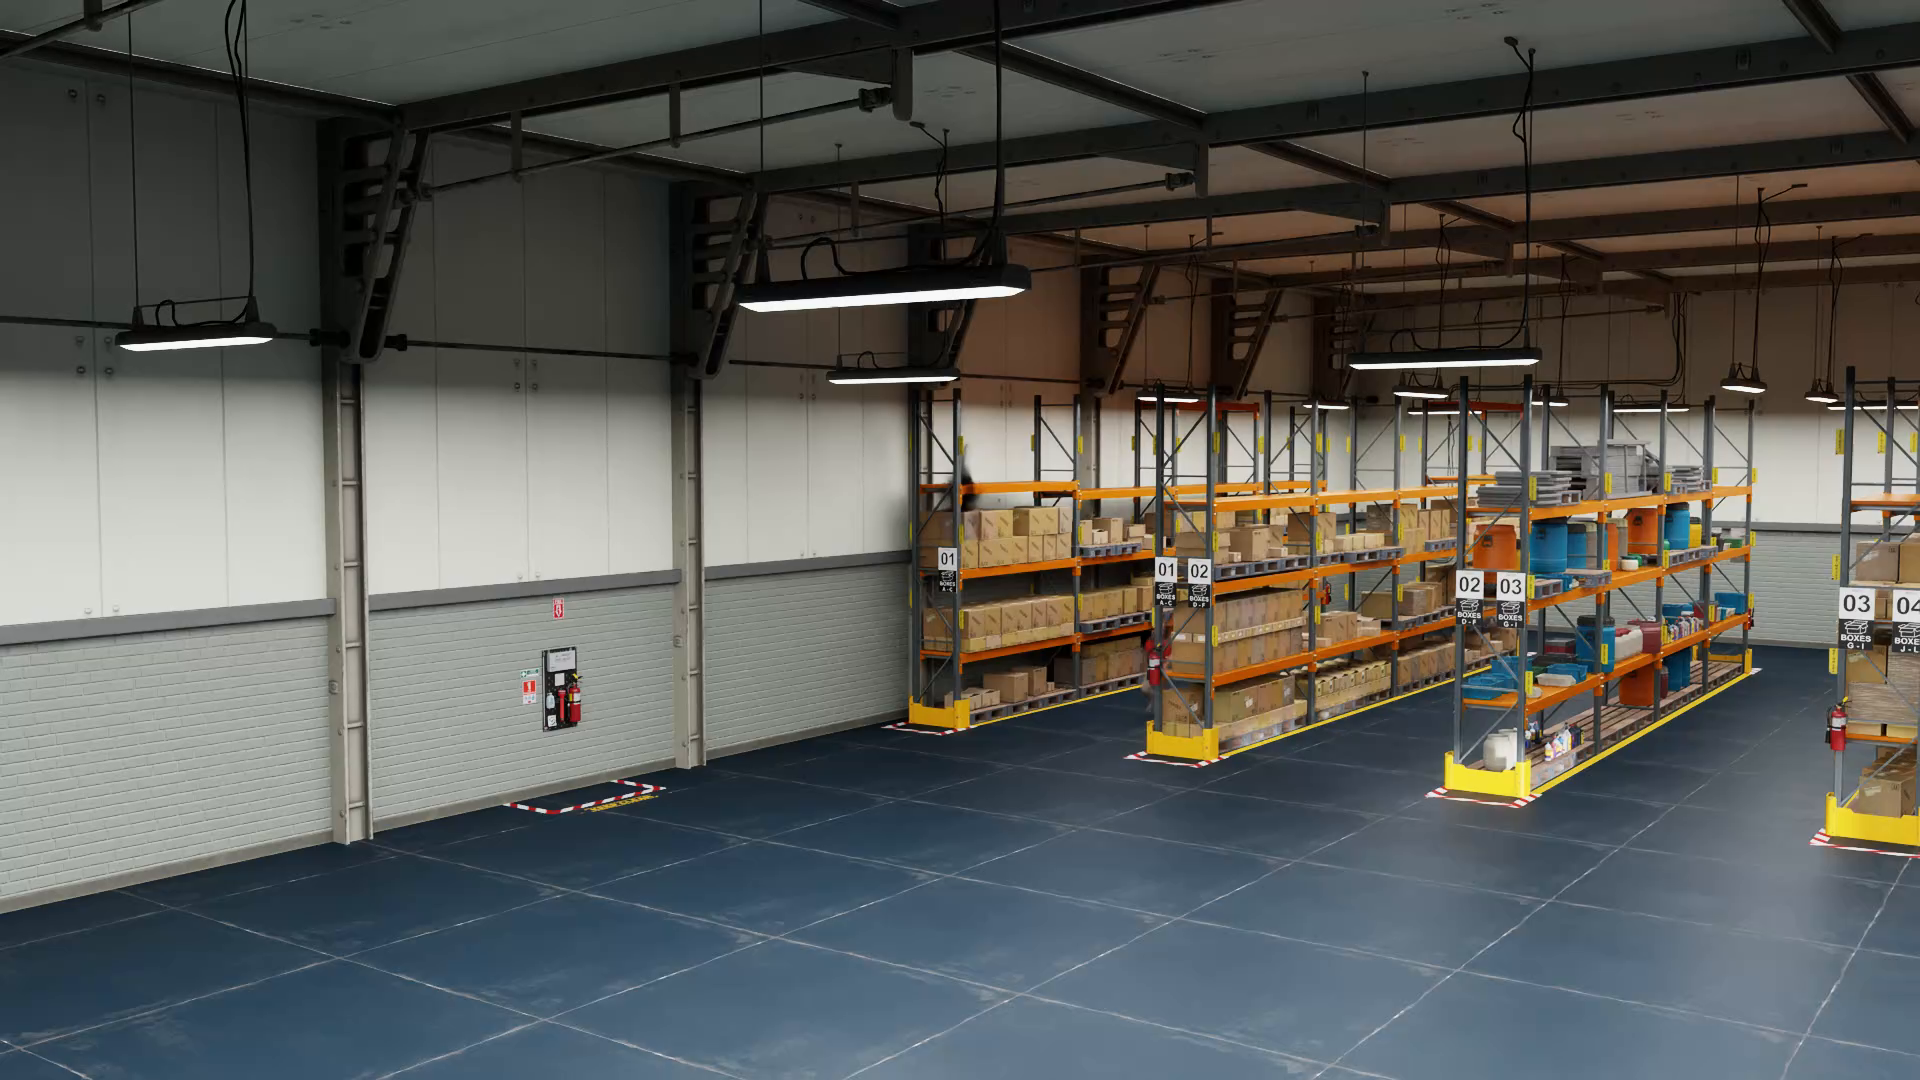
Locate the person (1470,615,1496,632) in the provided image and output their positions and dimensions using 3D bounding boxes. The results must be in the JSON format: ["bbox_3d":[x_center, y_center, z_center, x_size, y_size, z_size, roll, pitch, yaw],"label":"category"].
[{"bbox_3d":[13.440,1.786,42.306,0.689,1.683,0.999,-3,4,-39],"label":"person"}]

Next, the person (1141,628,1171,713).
[{"bbox_3d":[3.579,2.425,30.439,0.672,1.682,0.791,2,4,35],"label":"person"}]
